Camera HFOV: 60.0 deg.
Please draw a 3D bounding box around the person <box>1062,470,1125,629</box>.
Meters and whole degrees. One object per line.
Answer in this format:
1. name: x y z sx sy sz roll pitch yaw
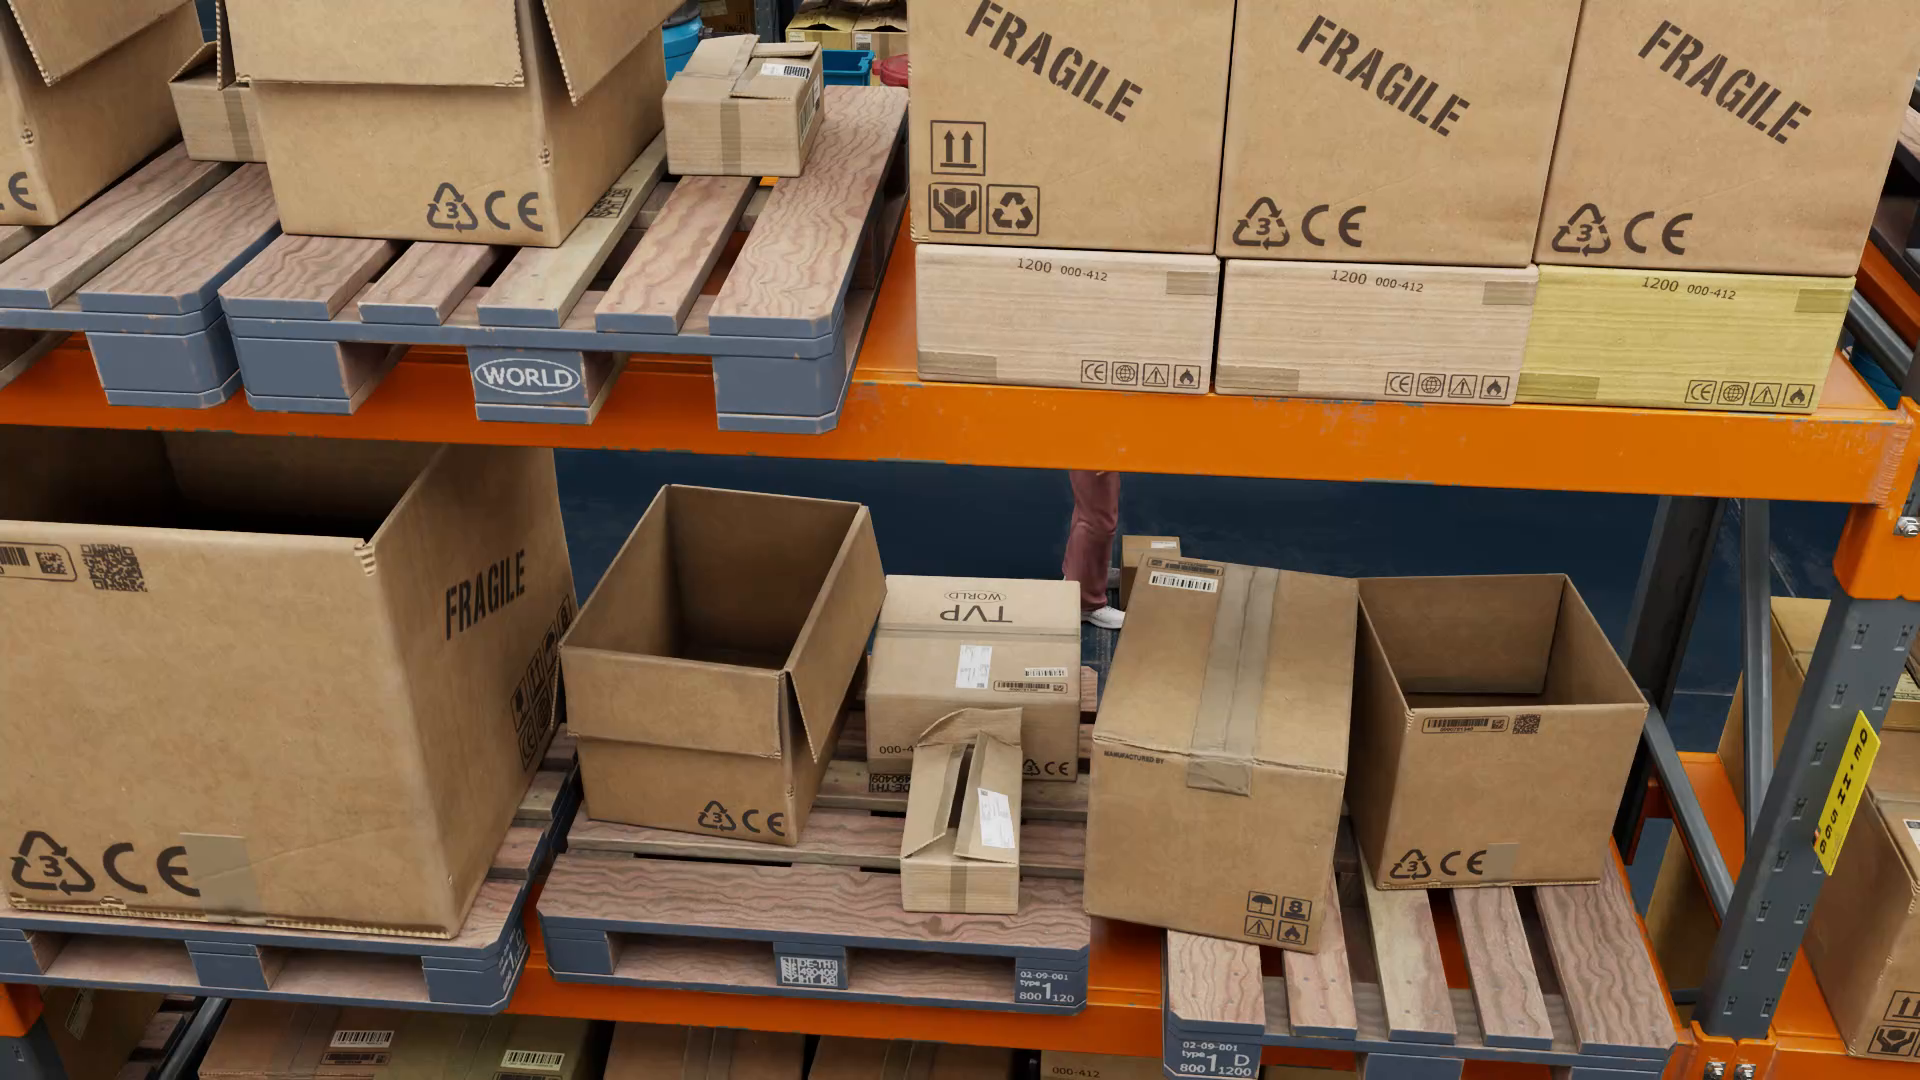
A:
1. person: 0.579 -0.455 6.863 0.356 1.673 0.499 3 32 4
